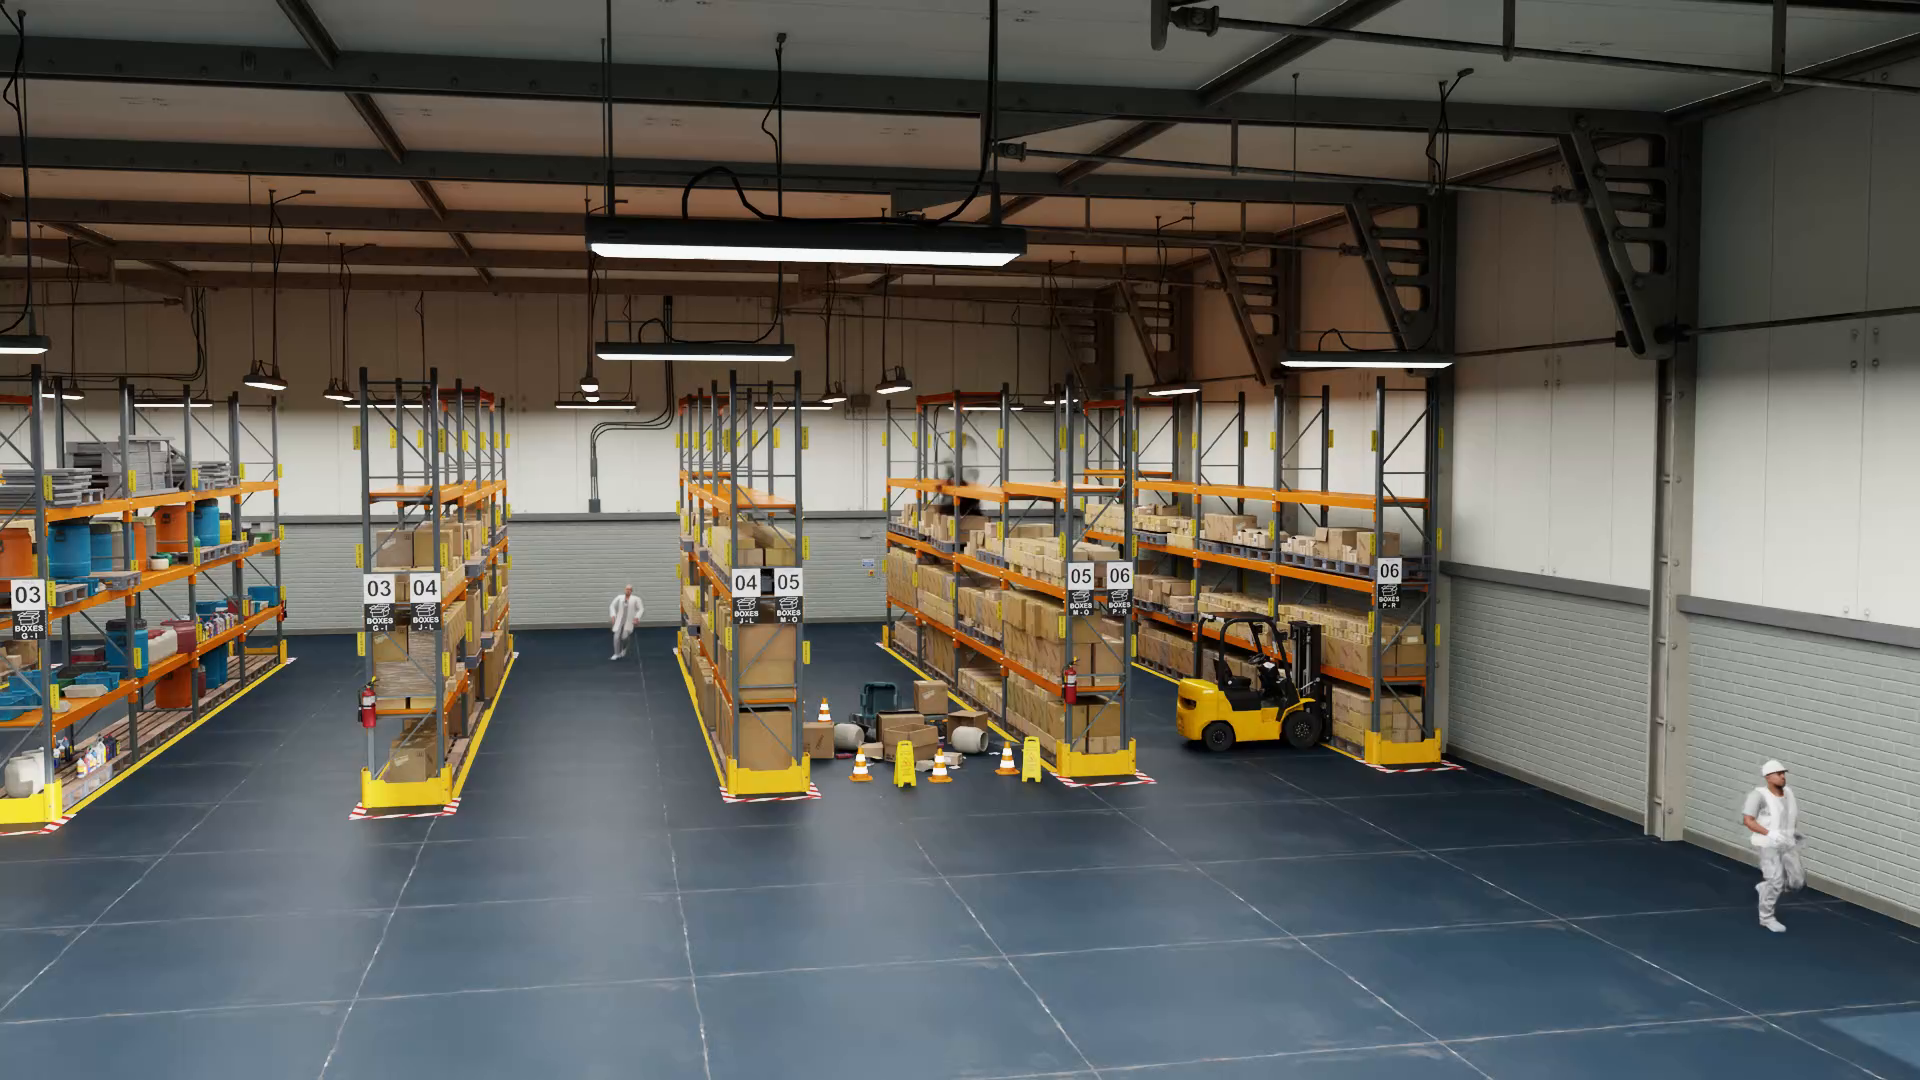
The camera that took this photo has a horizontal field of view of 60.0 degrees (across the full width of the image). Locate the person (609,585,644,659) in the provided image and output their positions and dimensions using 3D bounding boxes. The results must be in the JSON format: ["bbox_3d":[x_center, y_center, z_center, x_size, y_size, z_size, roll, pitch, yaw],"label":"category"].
[{"bbox_3d":[-7.660,1.982,38.098,0.763,1.511,0.561,0,3,1],"label":"person"}]

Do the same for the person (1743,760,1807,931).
[{"bbox_3d":[8.351,3.124,17.042,0.685,1.734,0.597,-1,4,-21],"label":"person"}]
